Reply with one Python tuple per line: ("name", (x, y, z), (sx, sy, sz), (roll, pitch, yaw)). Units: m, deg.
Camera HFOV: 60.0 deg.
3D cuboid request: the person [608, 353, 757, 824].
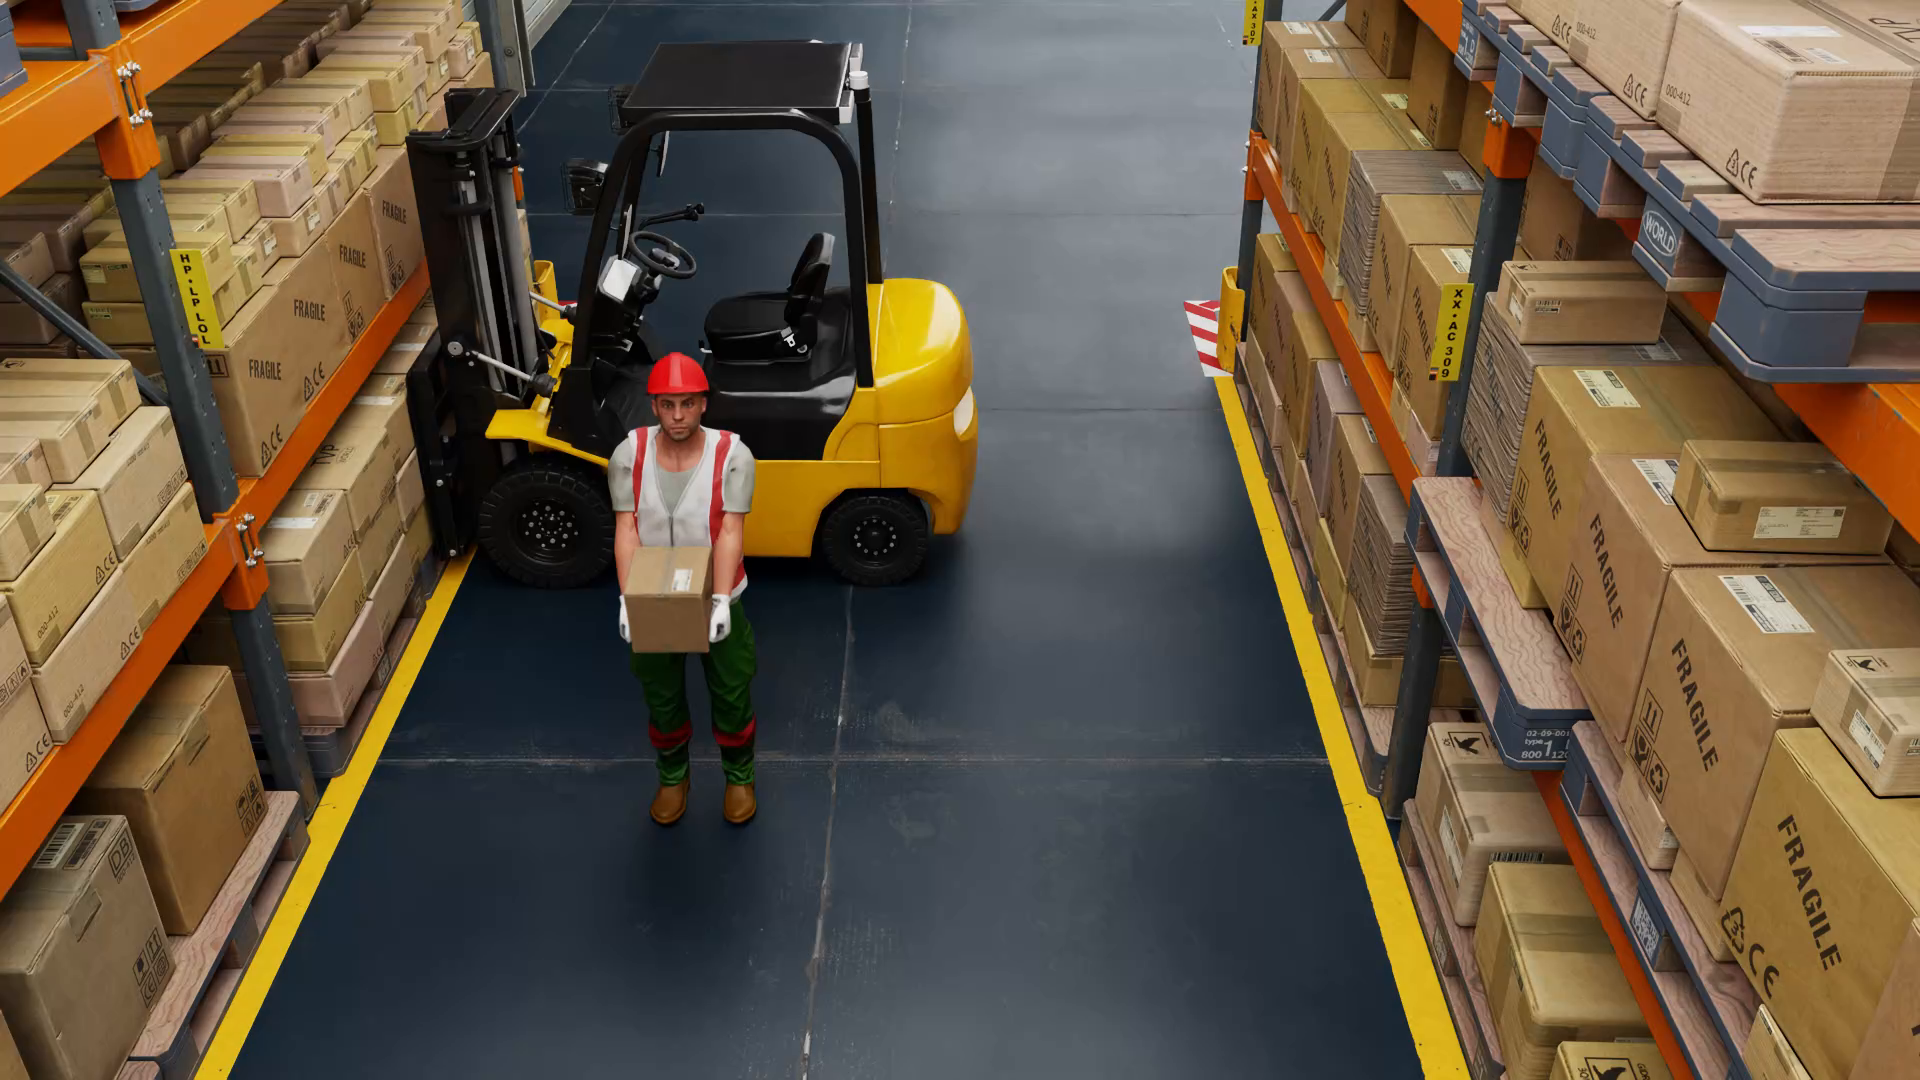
("person", (-0.933, 0.247, 5.711), (0.493, 1.782, 0.564), (0, 31, 0))
